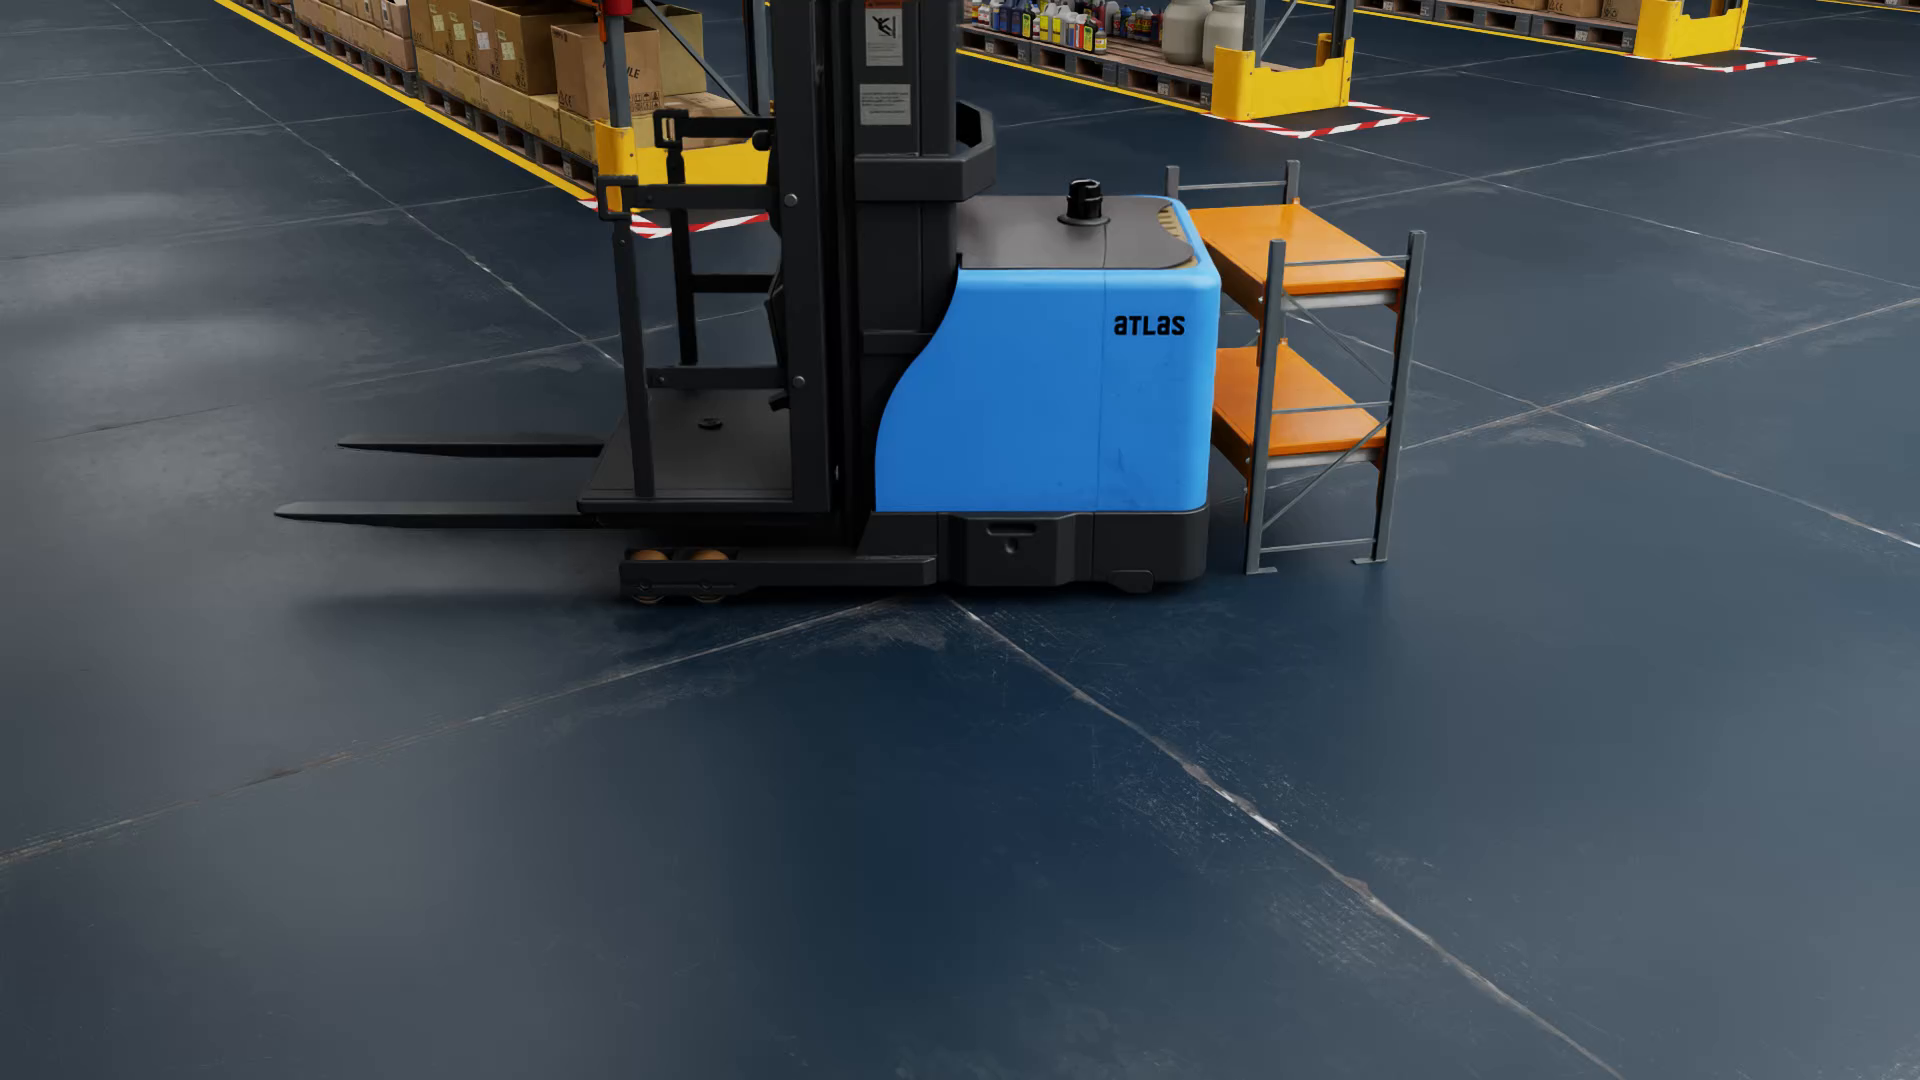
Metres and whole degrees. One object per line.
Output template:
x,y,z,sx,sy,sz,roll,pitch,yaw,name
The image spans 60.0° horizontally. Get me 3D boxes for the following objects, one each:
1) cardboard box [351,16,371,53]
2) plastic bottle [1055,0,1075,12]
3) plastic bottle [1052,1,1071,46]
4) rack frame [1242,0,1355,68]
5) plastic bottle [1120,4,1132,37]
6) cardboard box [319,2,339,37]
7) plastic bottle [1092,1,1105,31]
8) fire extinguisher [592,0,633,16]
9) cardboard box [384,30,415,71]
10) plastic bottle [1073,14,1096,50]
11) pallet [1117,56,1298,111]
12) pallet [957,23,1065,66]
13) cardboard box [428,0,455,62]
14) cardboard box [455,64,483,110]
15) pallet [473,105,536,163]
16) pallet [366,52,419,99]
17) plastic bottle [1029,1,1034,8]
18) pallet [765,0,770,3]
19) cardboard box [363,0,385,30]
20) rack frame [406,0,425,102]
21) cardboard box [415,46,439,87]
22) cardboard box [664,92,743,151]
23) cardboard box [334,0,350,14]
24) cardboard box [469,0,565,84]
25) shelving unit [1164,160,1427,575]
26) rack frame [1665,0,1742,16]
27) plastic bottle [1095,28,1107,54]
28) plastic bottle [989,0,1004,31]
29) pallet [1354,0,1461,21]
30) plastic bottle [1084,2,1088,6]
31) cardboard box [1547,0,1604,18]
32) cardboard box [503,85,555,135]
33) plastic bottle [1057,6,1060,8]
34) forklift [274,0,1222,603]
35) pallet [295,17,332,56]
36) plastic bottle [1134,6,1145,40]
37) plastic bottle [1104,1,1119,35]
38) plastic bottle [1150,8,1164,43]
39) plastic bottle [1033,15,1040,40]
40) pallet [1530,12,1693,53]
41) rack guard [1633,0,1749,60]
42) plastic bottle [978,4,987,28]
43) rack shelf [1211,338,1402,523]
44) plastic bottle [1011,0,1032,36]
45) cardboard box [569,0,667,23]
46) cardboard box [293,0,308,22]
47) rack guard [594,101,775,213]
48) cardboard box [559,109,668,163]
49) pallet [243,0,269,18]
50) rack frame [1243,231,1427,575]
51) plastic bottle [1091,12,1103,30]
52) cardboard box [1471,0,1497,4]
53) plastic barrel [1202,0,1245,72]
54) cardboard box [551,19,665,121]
-4.827,-4.305,14.084,0.500,0.250,0.500,-15,29,-28,cardboard box
0.936,-4.758,14.991,0.152,0.276,0.135,-16,29,-30,plastic bottle
0.879,-4.396,14.136,0.144,0.351,0.185,-14,29,-27,plastic bottle
2.533,-4.636,12.056,1.000,3.000,0.127,-16,29,-30,rack frame
1.452,-4.553,14.561,0.097,0.271,0.097,0,25,0,plastic bottle
-5.383,-4.671,14.859,0.500,0.250,0.500,-16,30,-31,cardboard box
1.220,-4.606,14.659,0.061,0.283,0.133,-16,29,-30,plastic bottle
-1.944,-3.297,9.311,0.296,0.674,0.183,-16,29,-30,fire extinguisher
-4.272,-3.941,13.313,0.500,0.250,0.500,-16,30,-30,cardboard box
1.048,-4.254,13.923,0.152,0.276,0.135,-15,29,-29,plastic bottle
2.013,-3.683,13.304,1.003,0.211,1.213,-16,29,-30,pallet
0.681,-4.555,15.153,1.003,0.211,1.213,-16,29,-30,pallet
-3.533,-3.783,12.101,0.500,0.500,0.500,-16,29,-30,cardboard box
-3.267,-3.263,11.878,0.500,0.250,0.500,-16,29,-30,cardboard box
-2.734,-2.921,11.691,1.003,0.211,1.213,-16,29,-30,pallet
-4.238,-3.907,13.778,1.003,0.211,1.213,-16,29,-30,pallet
0.622,-4.622,14.709,0.097,0.271,0.097,0,25,0,plastic bottle
-1.444,-5.950,18.107,1.003,0.211,1.213,-16,29,-30,pallet
-4.554,-4.376,13.578,0.500,0.311,0.500,-15,29,-28,cardboard box
-3.803,-4.913,12.644,1.000,3.000,0.127,-16,29,-30,rack frame
-3.804,-3.623,12.641,0.500,0.250,0.500,-16,29,-30,cardboard box
-1.726,-2.673,10.627,0.500,0.250,0.500,-16,29,-30,cardboard box
-5.095,-4.736,14.340,0.500,0.311,0.500,-16,30,-30,cardboard box
-2.992,-3.424,11.340,0.500,0.500,0.500,-16,29,-30,cardboard box
1.085,-0.633,5.773,0.538,1.125,1.048,-5,26,-11,shelving unit
6.682,-5.790,14.501,1.000,3.000,0.127,-16,29,-30,rack frame
1.163,-4.124,13.735,0.097,0.201,0.097,0,25,0,plastic bottle
0.355,-4.708,14.885,0.152,0.276,0.135,-14,29,-28,plastic bottle
4.895,-5.728,17.636,1.003,0.211,1.213,-16,29,-30,pallet
1.171,-4.757,14.979,0.061,0.283,0.133,-13,28,-26,plastic bottle
6.001,-5.283,15.862,0.500,0.500,0.500,-8,26,-16,cardboard box
-2.717,-2.907,11.122,0.500,0.250,0.500,-16,29,-30,cardboard box
0.888,-4.472,14.385,0.152,0.276,0.135,-16,29,-30,plastic bottle
-0.718,-1.351,5.178,3.031,2.935,1.130,0,25,0,forklift
-5.570,-4.780,15.627,1.003,0.211,1.213,-16,29,-30,pallet
1.562,-4.480,14.408,0.097,0.271,0.097,0,25,0,plastic bottle
1.309,-4.627,14.713,0.152,0.276,0.135,-15,29,-29,plastic bottle
1.696,-4.413,14.250,0.061,0.283,0.133,-15,29,-29,plastic bottle
0.680,-4.440,14.405,0.097,0.201,0.097,0,25,0,plastic bottle
6.227,-4.855,15.787,1.003,0.211,1.213,-16,29,-30,pallet
6.641,-4.687,15.092,1.175,0.500,0.348,-16,29,-30,rack guard
0.211,-4.747,15.055,0.097,0.201,0.097,0,25,0,plastic bottle
1.085,-0.412,5.877,0.538,0.278,1.000,-5,26,-11,rack shelf
0.545,-4.614,14.599,0.144,0.351,0.185,-17,30,-32,plastic bottle
-2.284,-3.366,11.217,0.500,0.500,0.500,-16,29,-30,cardboard box
-5.947,-5.035,15.630,0.500,0.250,0.500,-16,29,-30,cardboard box
-1.606,-2.344,10.129,1.175,0.500,0.348,-16,29,-30,rack guard
-2.160,-2.552,10.371,0.500,0.250,0.500,-16,29,-30,cardboard box
-7.025,-5.795,17.778,1.003,0.211,1.213,-16,29,-30,pallet
1.188,-0.420,5.323,0.500,1.125,0.032,-5,26,-11,rack frame
1.137,-4.283,13.975,0.061,0.283,0.133,-16,29,-30,plastic bottle
5.407,-5.721,16.791,0.500,0.500,0.500,-19,31,-34,cardboard box
2.109,-3.918,12.958,0.421,0.512,0.421,0,25,0,plastic barrel
-2.162,-2.891,10.210,0.500,0.500,0.500,-16,29,-30,cardboard box
